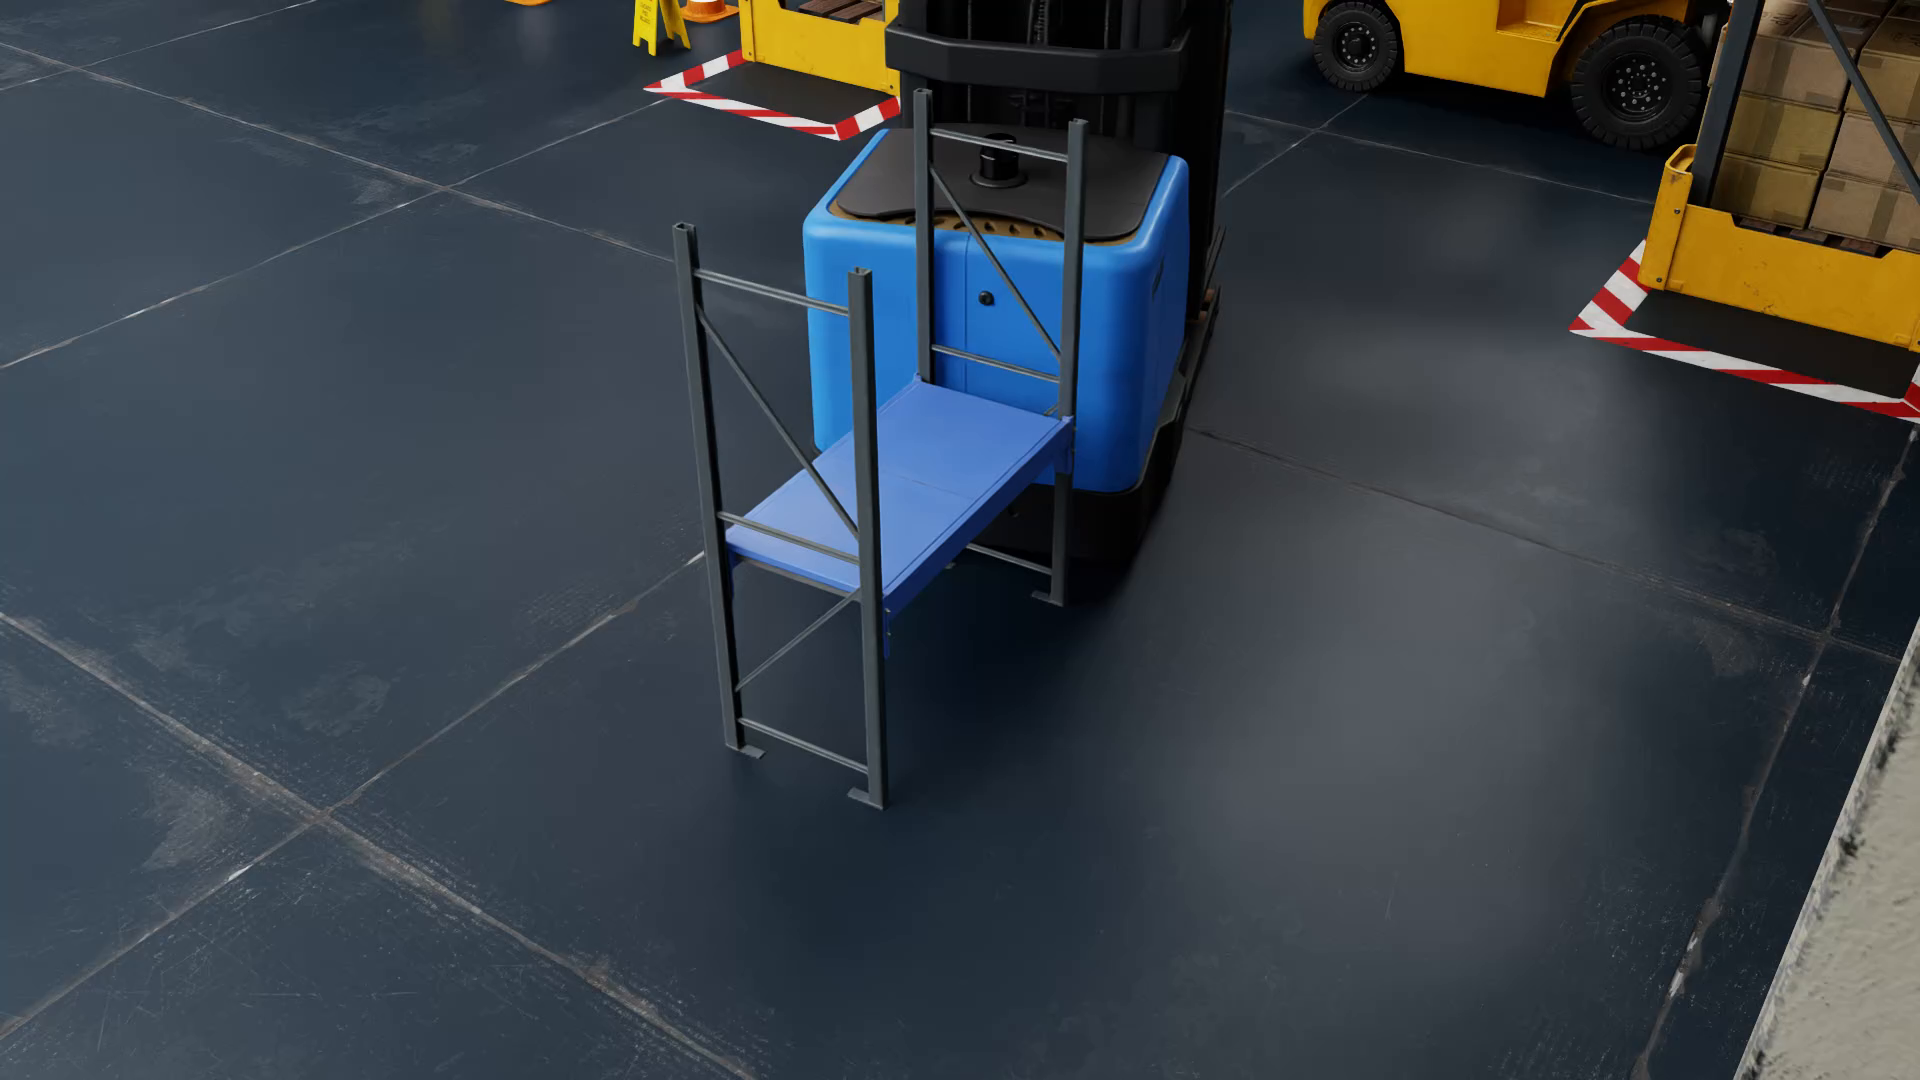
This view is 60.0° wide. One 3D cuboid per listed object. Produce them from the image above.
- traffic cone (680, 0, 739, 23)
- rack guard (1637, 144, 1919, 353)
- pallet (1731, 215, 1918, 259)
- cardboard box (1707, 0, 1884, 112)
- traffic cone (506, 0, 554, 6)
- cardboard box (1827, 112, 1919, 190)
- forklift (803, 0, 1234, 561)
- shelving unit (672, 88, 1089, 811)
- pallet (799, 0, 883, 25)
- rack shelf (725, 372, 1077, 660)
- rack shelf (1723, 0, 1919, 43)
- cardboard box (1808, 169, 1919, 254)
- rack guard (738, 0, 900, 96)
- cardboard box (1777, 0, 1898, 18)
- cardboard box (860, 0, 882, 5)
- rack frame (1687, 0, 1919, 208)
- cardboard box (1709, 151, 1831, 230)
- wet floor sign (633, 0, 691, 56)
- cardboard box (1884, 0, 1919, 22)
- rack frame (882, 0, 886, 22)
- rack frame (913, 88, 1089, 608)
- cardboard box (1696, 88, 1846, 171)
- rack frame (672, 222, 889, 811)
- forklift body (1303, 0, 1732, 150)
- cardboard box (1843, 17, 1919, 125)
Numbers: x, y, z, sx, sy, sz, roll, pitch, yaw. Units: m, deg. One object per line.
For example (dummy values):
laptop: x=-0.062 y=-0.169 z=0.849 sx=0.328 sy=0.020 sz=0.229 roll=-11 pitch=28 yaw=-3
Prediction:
traffic cone: x=-1.521 y=-3.351 z=9.844 sx=0.336 sy=0.463 sz=0.334 roll=21 pitch=39 yaw=28
rack guard: x=3.360 y=-1.162 z=6.574 sx=1.175 sy=0.500 sz=0.348 roll=21 pitch=39 yaw=28
pallet: x=3.775 y=-1.419 z=7.211 sx=1.003 sy=0.211 sz=1.213 roll=21 pitch=39 yaw=28
cardboard box: x=3.380 y=-1.969 z=6.723 sx=0.500 sy=0.250 sz=0.500 roll=23 pitch=40 yaw=30
traffic cone: x=-2.627 y=-3.549 z=10.137 sx=0.336 sy=0.463 sz=0.334 roll=21 pitch=39 yaw=28
cardboard box: x=3.812 y=-1.600 z=6.624 sx=0.500 sy=0.250 sz=0.500 roll=22 pitch=40 yaw=29
forklift: x=0.395 y=-1.970 z=5.599 sx=1.130 sy=2.935 sz=3.031 roll=8 pitch=35 yaw=12
shelving unit: x=-0.153 y=-0.249 z=4.331 sx=0.538 sy=1.500 sz=1.048 roll=18 pitch=38 yaw=24
pallet: x=-0.171 y=-3.035 z=9.601 sx=1.003 sy=0.211 sz=1.213 roll=21 pitch=39 yaw=28
rack shelf: x=-0.153 y=-0.100 z=4.431 sx=0.538 sy=0.185 sz=1.000 roll=18 pitch=38 yaw=24
rack shelf: x=4.514 y=-2.831 z=7.452 sx=1.077 sy=0.370 sz=4.000 roll=21 pitch=39 yaw=28
cardboard box: x=3.814 y=-1.407 z=6.784 sx=0.500 sy=0.250 sz=0.500 roll=21 pitch=40 yaw=28
rack guard: x=-0.663 y=-2.792 z=8.984 sx=1.175 sy=0.500 sz=0.348 roll=21 pitch=39 yaw=28
cardboard box: x=3.666 y=-2.206 z=7.073 sx=0.500 sy=0.250 sz=0.500 roll=22 pitch=40 yaw=29
cardboard box: x=-0.453 y=-3.296 z=9.578 sx=0.500 sy=0.250 sz=0.500 roll=21 pitch=39 yaw=28
rack frame: x=3.374 y=-2.208 z=5.890 sx=1.000 sy=3.000 sz=0.127 roll=21 pitch=39 yaw=28
cardboard box: x=3.382 y=-1.560 z=7.011 sx=0.500 sy=0.250 sz=0.500 roll=22 pitch=40 yaw=28
wet floor sign: x=-1.694 y=-3.071 z=9.267 sx=0.232 sy=0.644 sz=0.267 roll=-22 pitch=40 yaw=-29
cardboard box: x=4.085 y=-2.049 z=6.842 sx=0.500 sy=0.250 sz=0.500 roll=21 pitch=39 yaw=28
rack frame: x=-0.706 y=-3.792 z=8.232 sx=1.000 sy=3.000 sz=0.127 roll=21 pitch=39 yaw=28
rack frame: x=0.101 y=-0.495 z=4.695 sx=0.500 sy=1.500 sz=0.032 roll=18 pitch=38 yaw=24
cardboard box: x=3.394 y=-1.774 z=6.881 sx=0.500 sy=0.250 sz=0.500 roll=21 pitch=39 yaw=28
rack frame: x=-0.407 y=-0.002 z=3.966 sx=0.500 sy=1.500 sz=0.032 roll=18 pitch=38 yaw=24
forklift body: x=2.956 y=-3.312 z=8.280 sx=2.313 sy=2.155 sz=1.214 roll=21 pitch=39 yaw=28
cardboard box: x=3.803 y=-1.818 z=6.500 sx=0.500 sy=0.250 sz=0.500 roll=21 pitch=39 yaw=28
